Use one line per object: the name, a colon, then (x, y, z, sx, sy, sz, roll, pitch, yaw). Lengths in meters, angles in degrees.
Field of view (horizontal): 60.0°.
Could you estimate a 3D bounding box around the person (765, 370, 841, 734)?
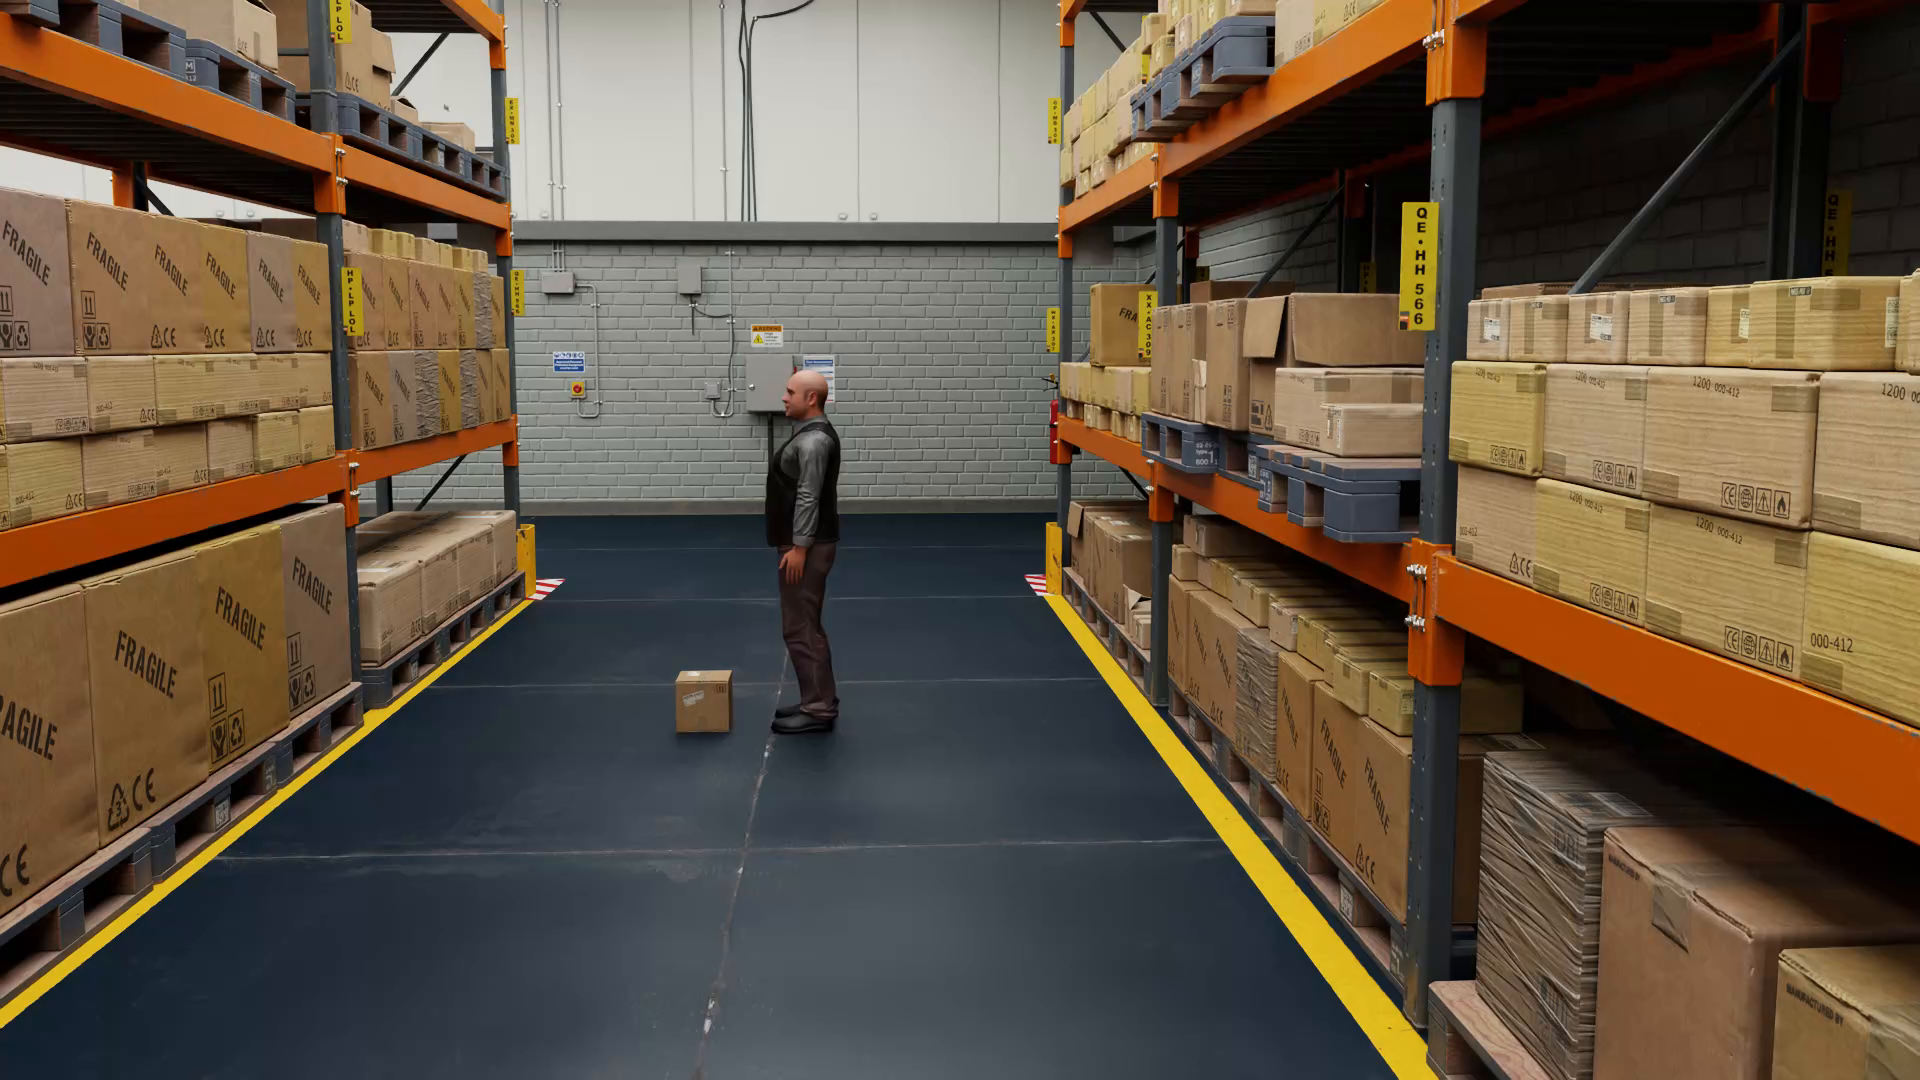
person: (-0.748, 0.050, 7.955, 0.359, 1.719, 0.531, 0, 7, -2)
